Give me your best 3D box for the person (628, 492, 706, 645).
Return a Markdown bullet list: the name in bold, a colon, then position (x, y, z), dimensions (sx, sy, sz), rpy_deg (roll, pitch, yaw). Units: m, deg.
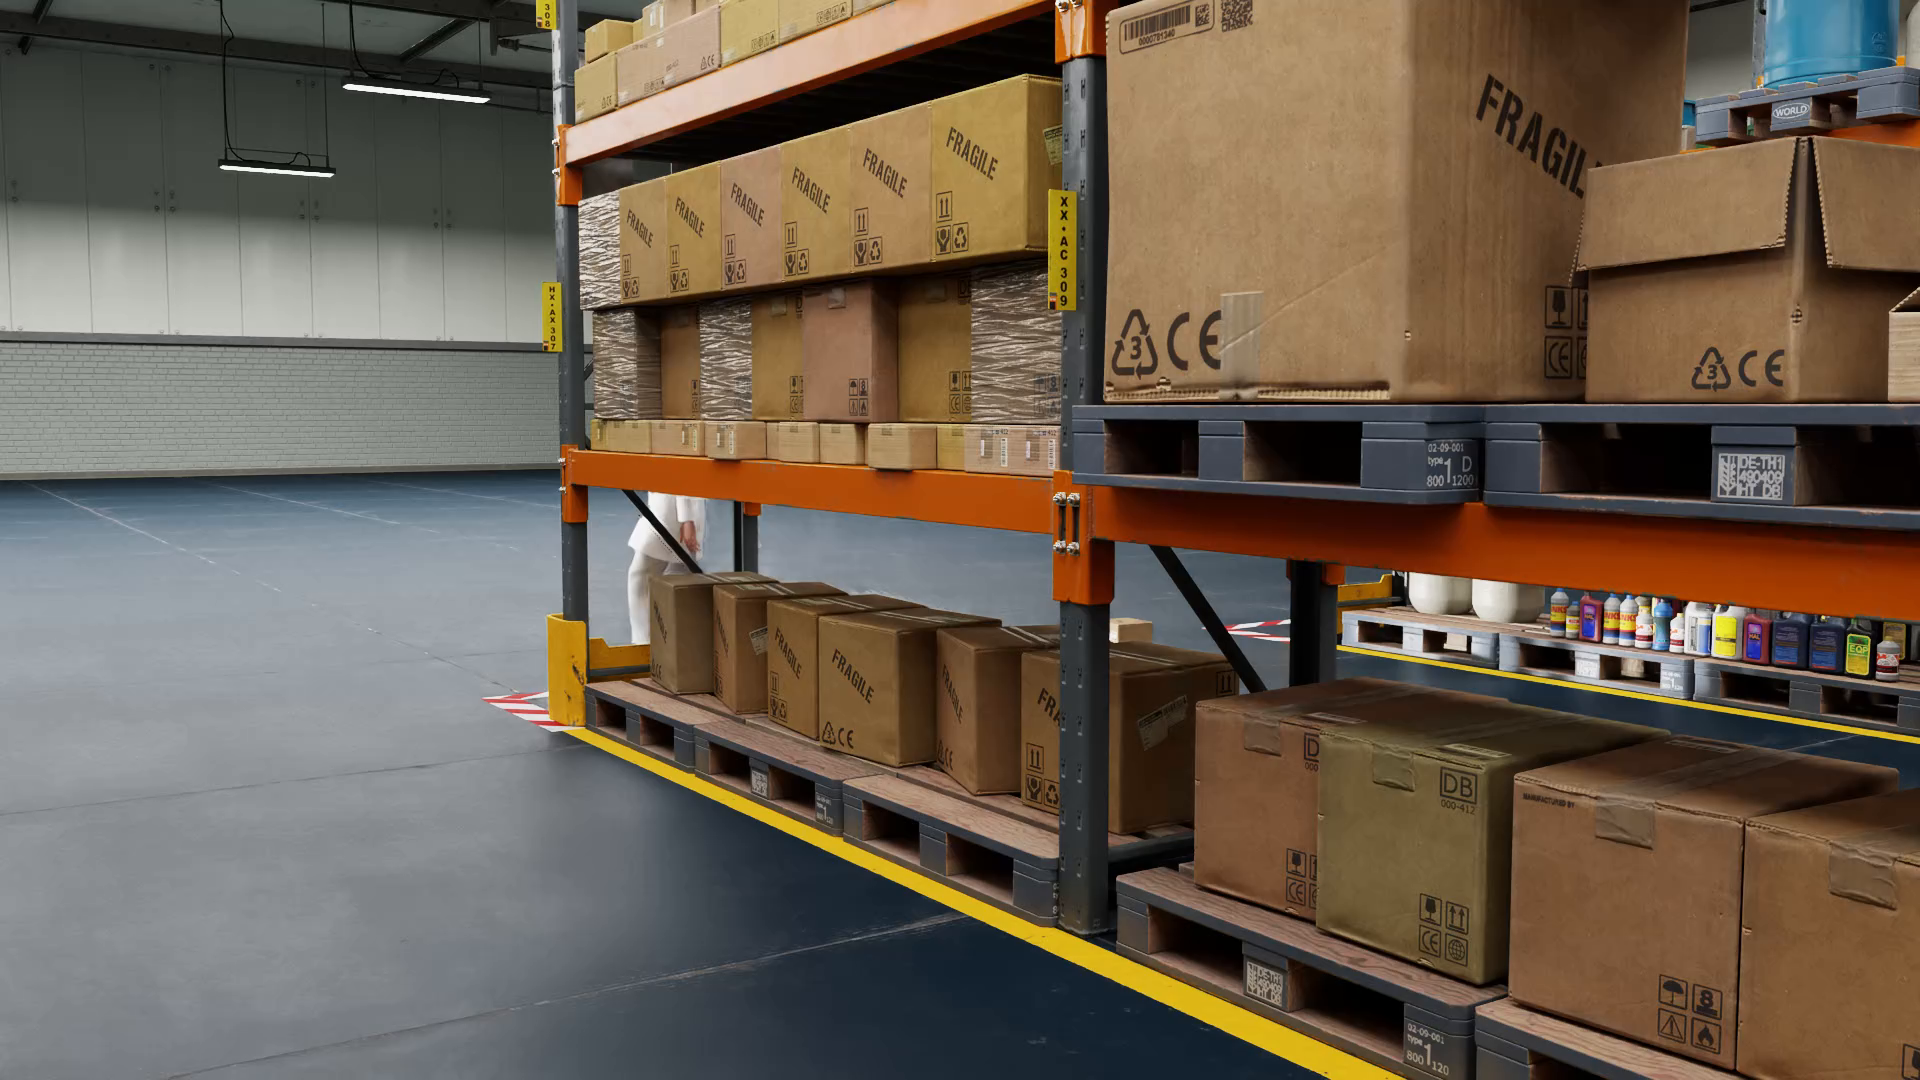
- **person**: position (-1.569, -0.138, 9.379), dimensions (0.889, 1.743, 0.566), rpy_deg (0, 5, 2)
